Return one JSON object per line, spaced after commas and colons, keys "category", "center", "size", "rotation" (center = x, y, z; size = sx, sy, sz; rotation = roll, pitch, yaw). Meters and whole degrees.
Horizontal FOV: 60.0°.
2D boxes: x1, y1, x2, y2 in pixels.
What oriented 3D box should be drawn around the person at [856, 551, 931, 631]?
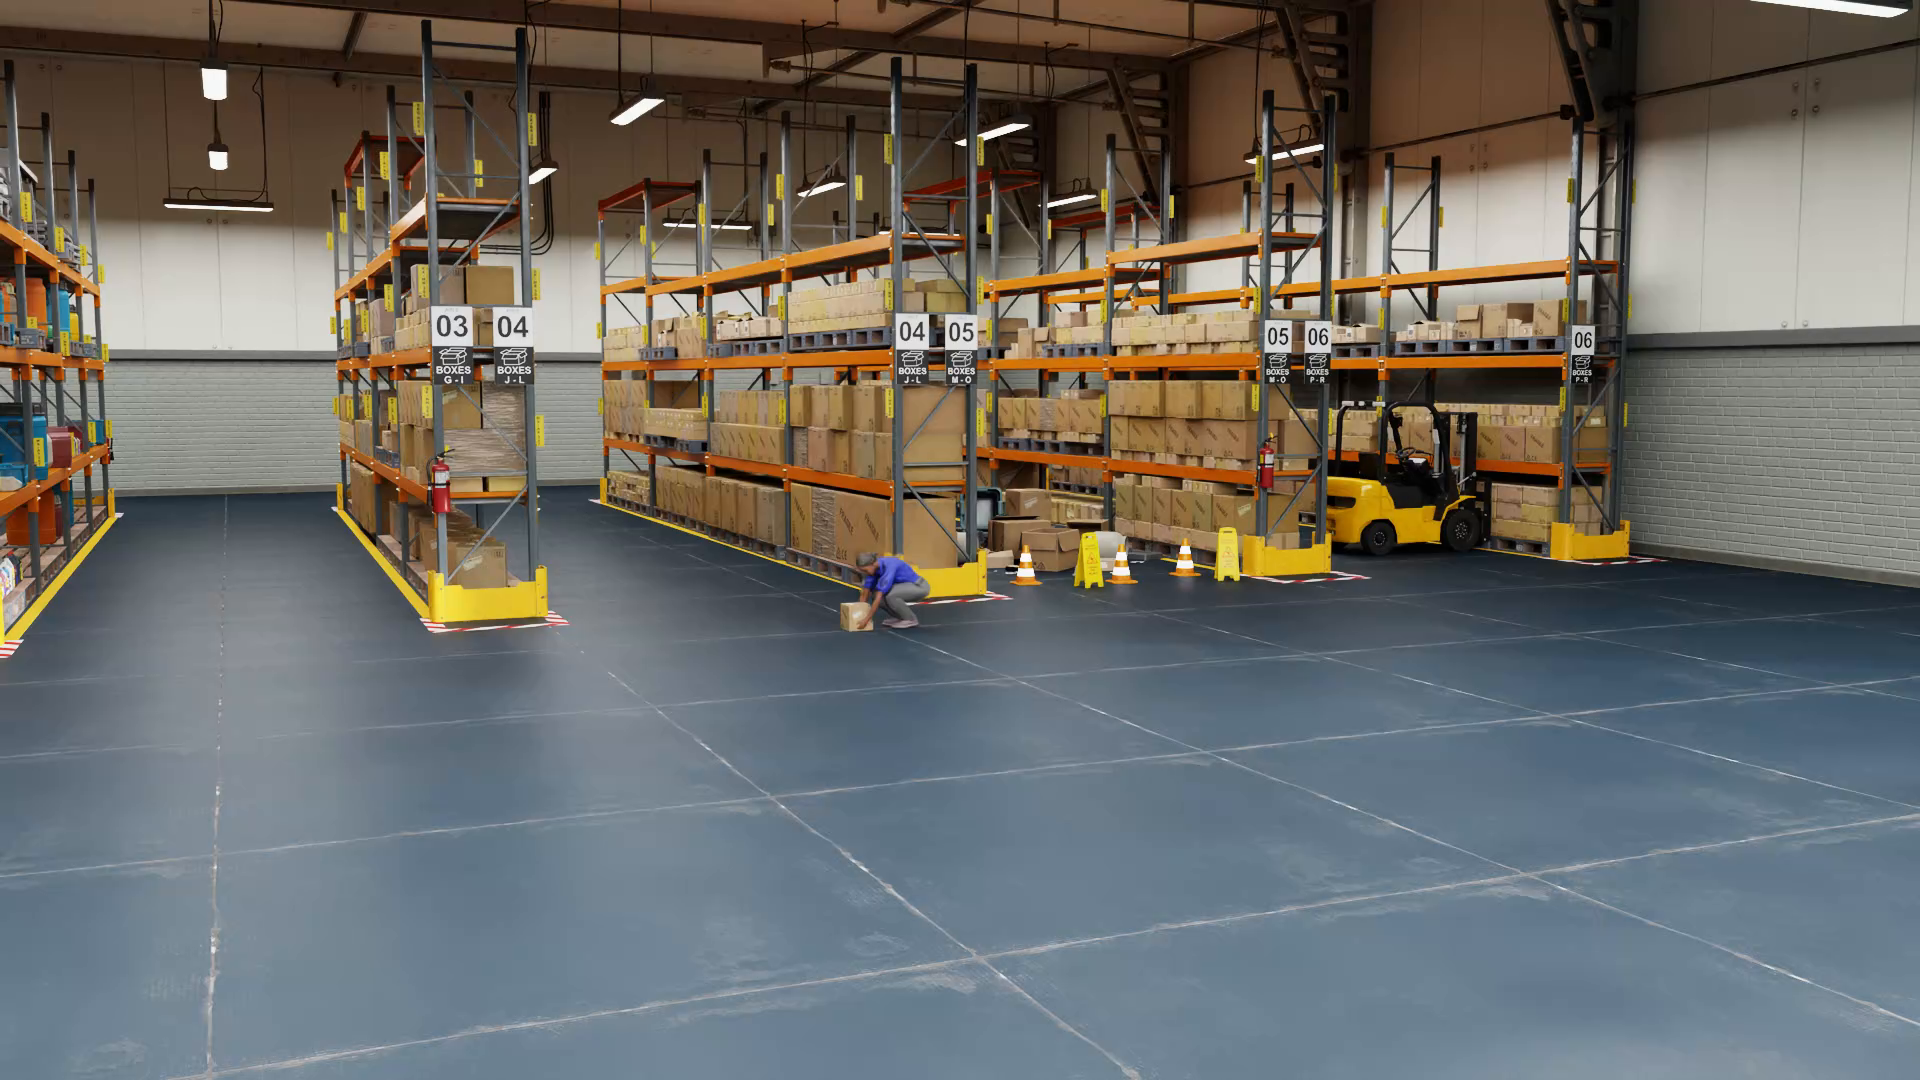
{"category": "person", "center": [-0.701, 0.510, 16.596], "size": [0.847, 0.772, 0.456], "rotation": [-2, 6, -24]}
